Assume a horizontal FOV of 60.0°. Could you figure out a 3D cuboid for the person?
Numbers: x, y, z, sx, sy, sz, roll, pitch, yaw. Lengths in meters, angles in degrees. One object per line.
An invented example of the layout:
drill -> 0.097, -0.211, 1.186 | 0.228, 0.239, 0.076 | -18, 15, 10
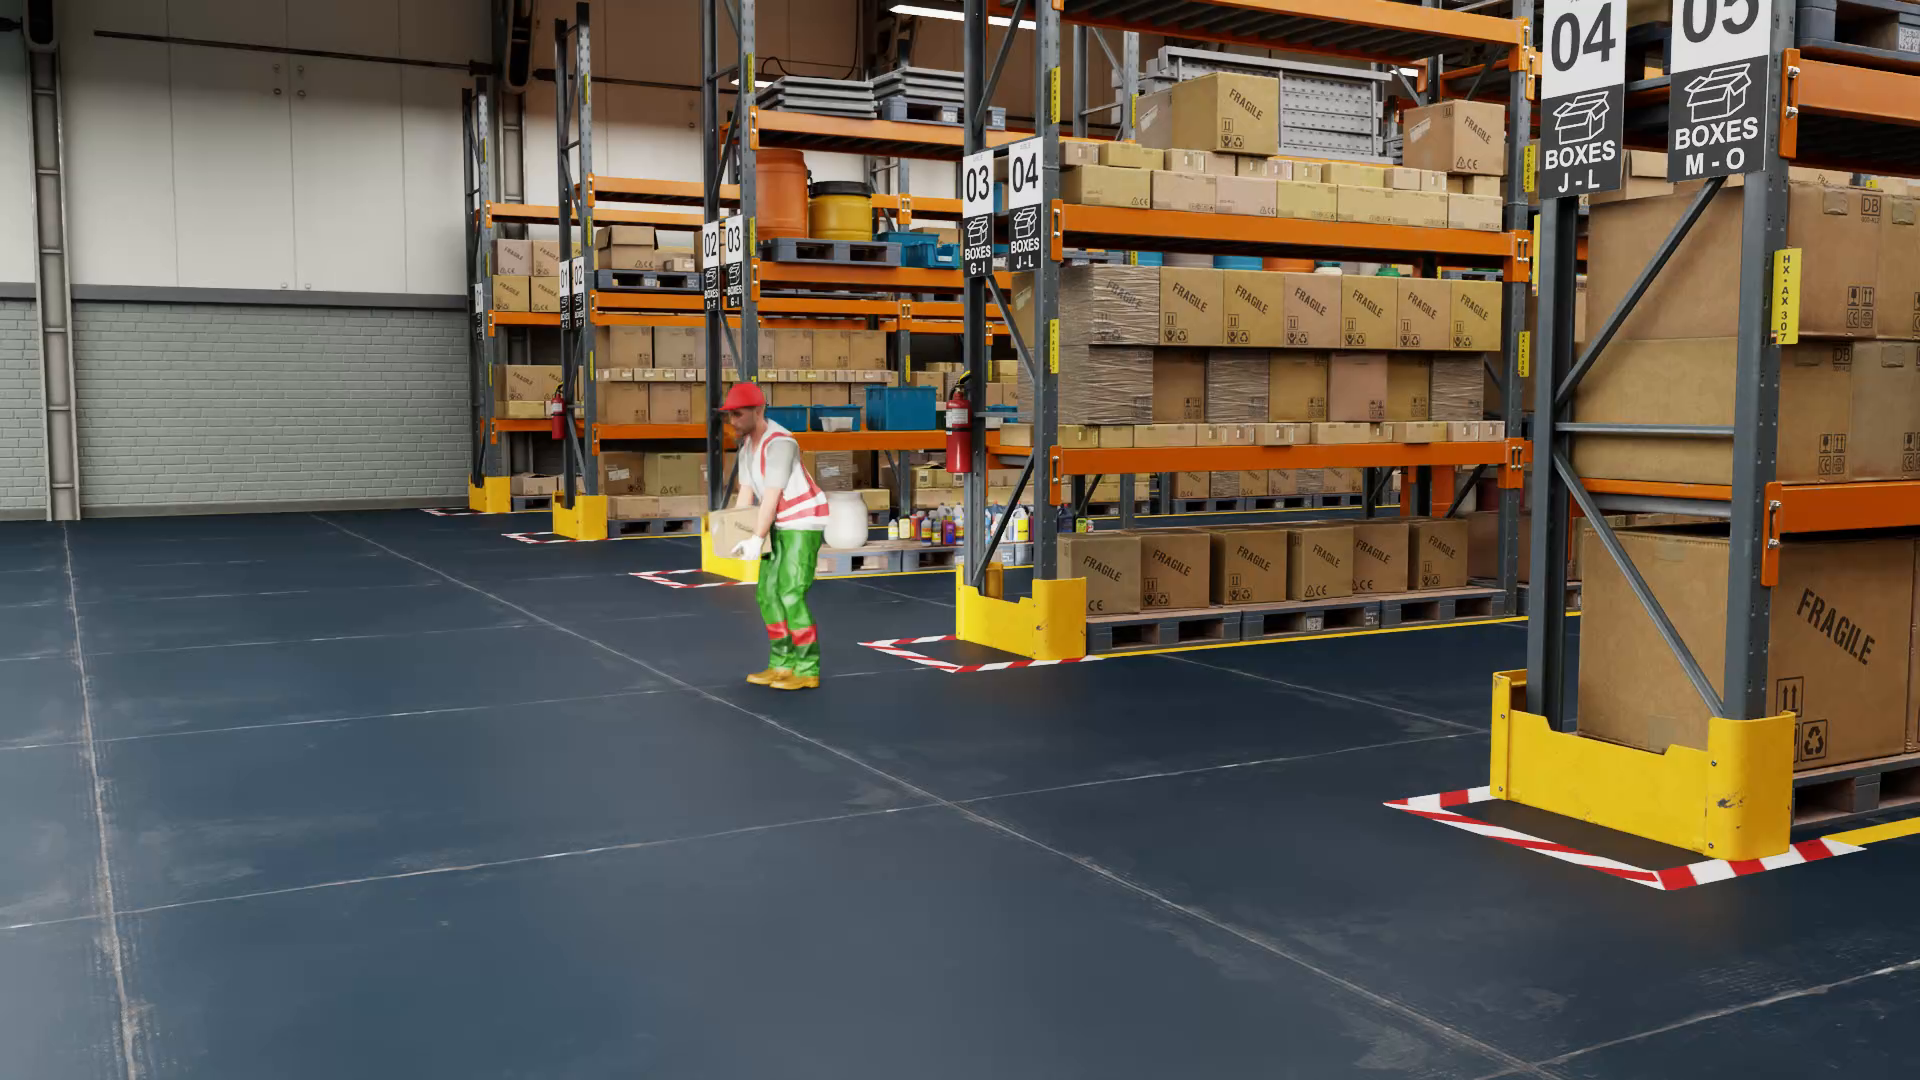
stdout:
person -> -1.048, -0.023, 9.299 | 0.637, 1.702, 0.483 | -3, 6, -30
